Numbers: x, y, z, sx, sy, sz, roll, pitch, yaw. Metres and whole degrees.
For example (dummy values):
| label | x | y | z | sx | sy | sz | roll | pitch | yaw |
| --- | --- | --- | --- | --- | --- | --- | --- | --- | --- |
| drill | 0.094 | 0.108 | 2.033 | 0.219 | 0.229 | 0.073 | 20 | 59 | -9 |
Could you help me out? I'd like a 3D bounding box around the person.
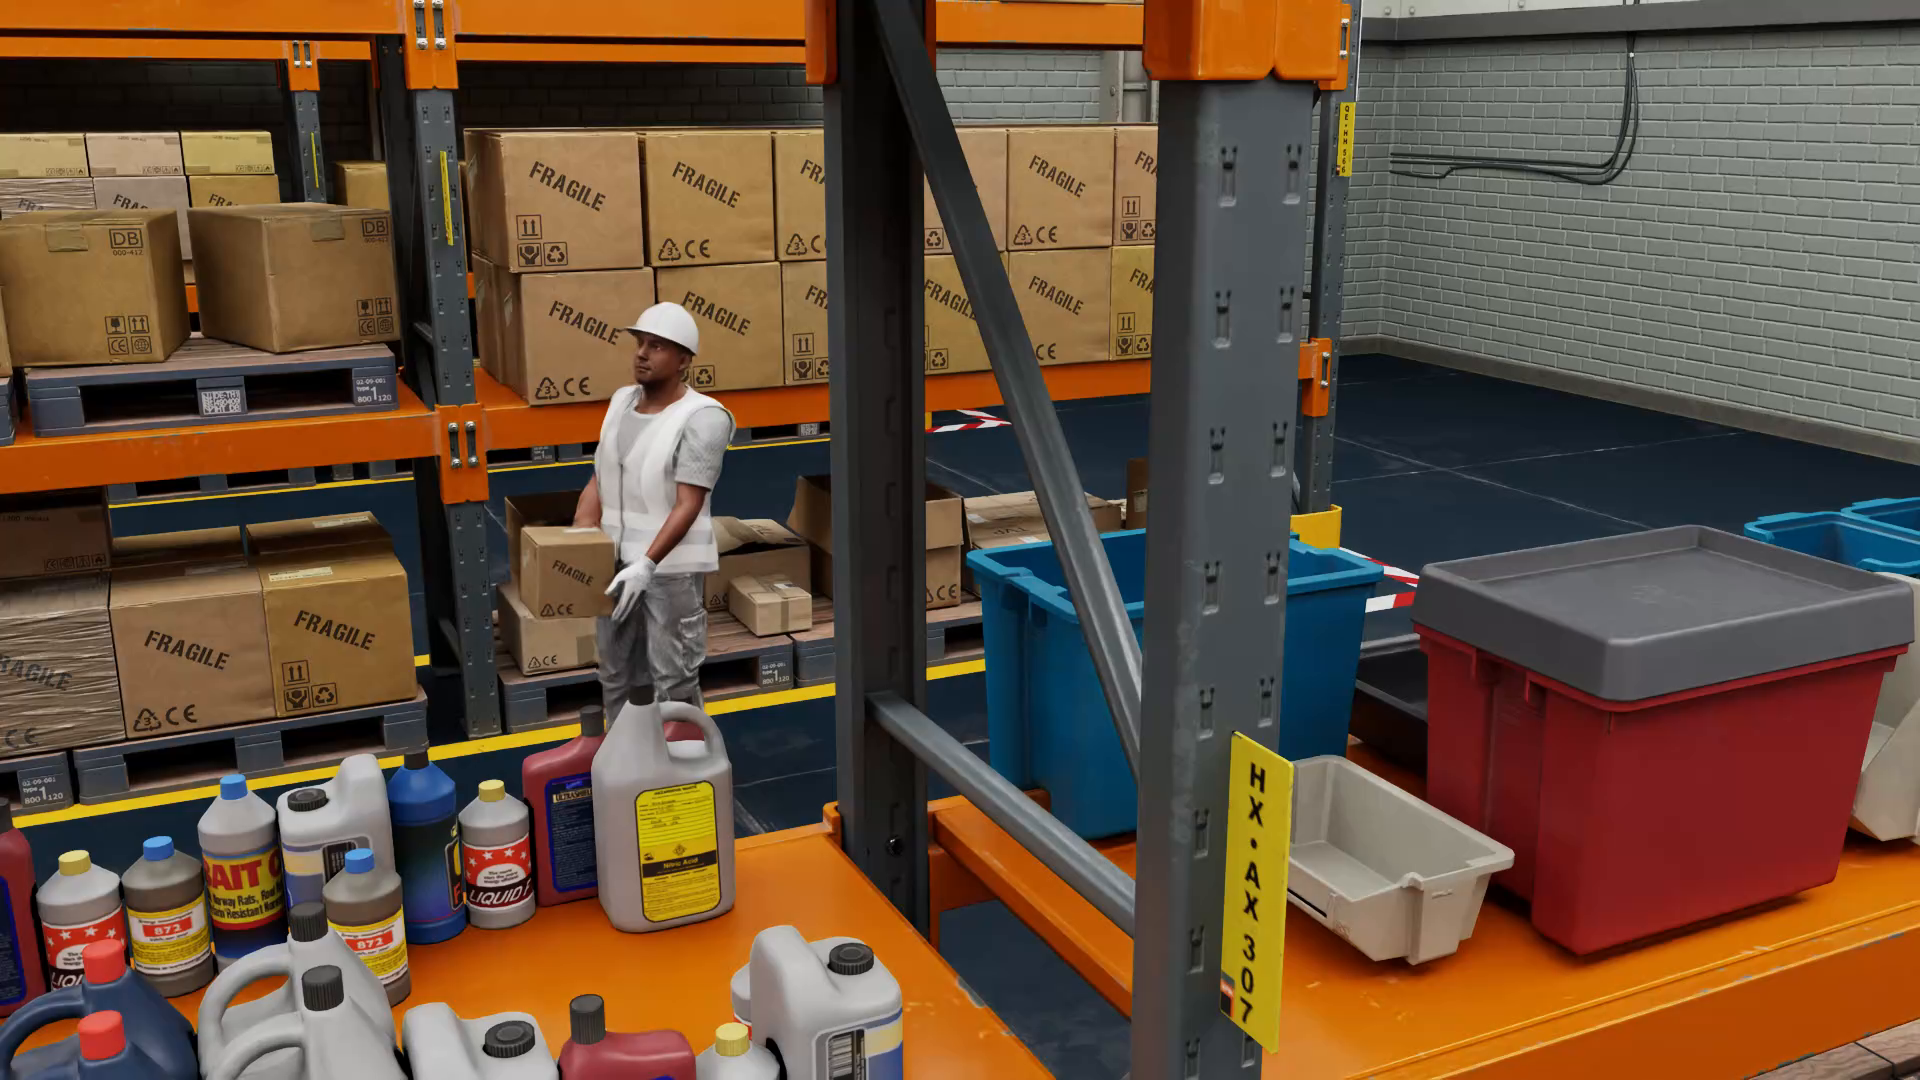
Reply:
| label | x | y | z | sx | sy | sz | roll | pitch | yaw |
| --- | --- | --- | --- | --- | --- | --- | --- | --- | --- |
| person | -1.073 | 0.115 | 5.543 | 0.566 | 1.789 | 0.539 | 11 | 19 | 36 |
